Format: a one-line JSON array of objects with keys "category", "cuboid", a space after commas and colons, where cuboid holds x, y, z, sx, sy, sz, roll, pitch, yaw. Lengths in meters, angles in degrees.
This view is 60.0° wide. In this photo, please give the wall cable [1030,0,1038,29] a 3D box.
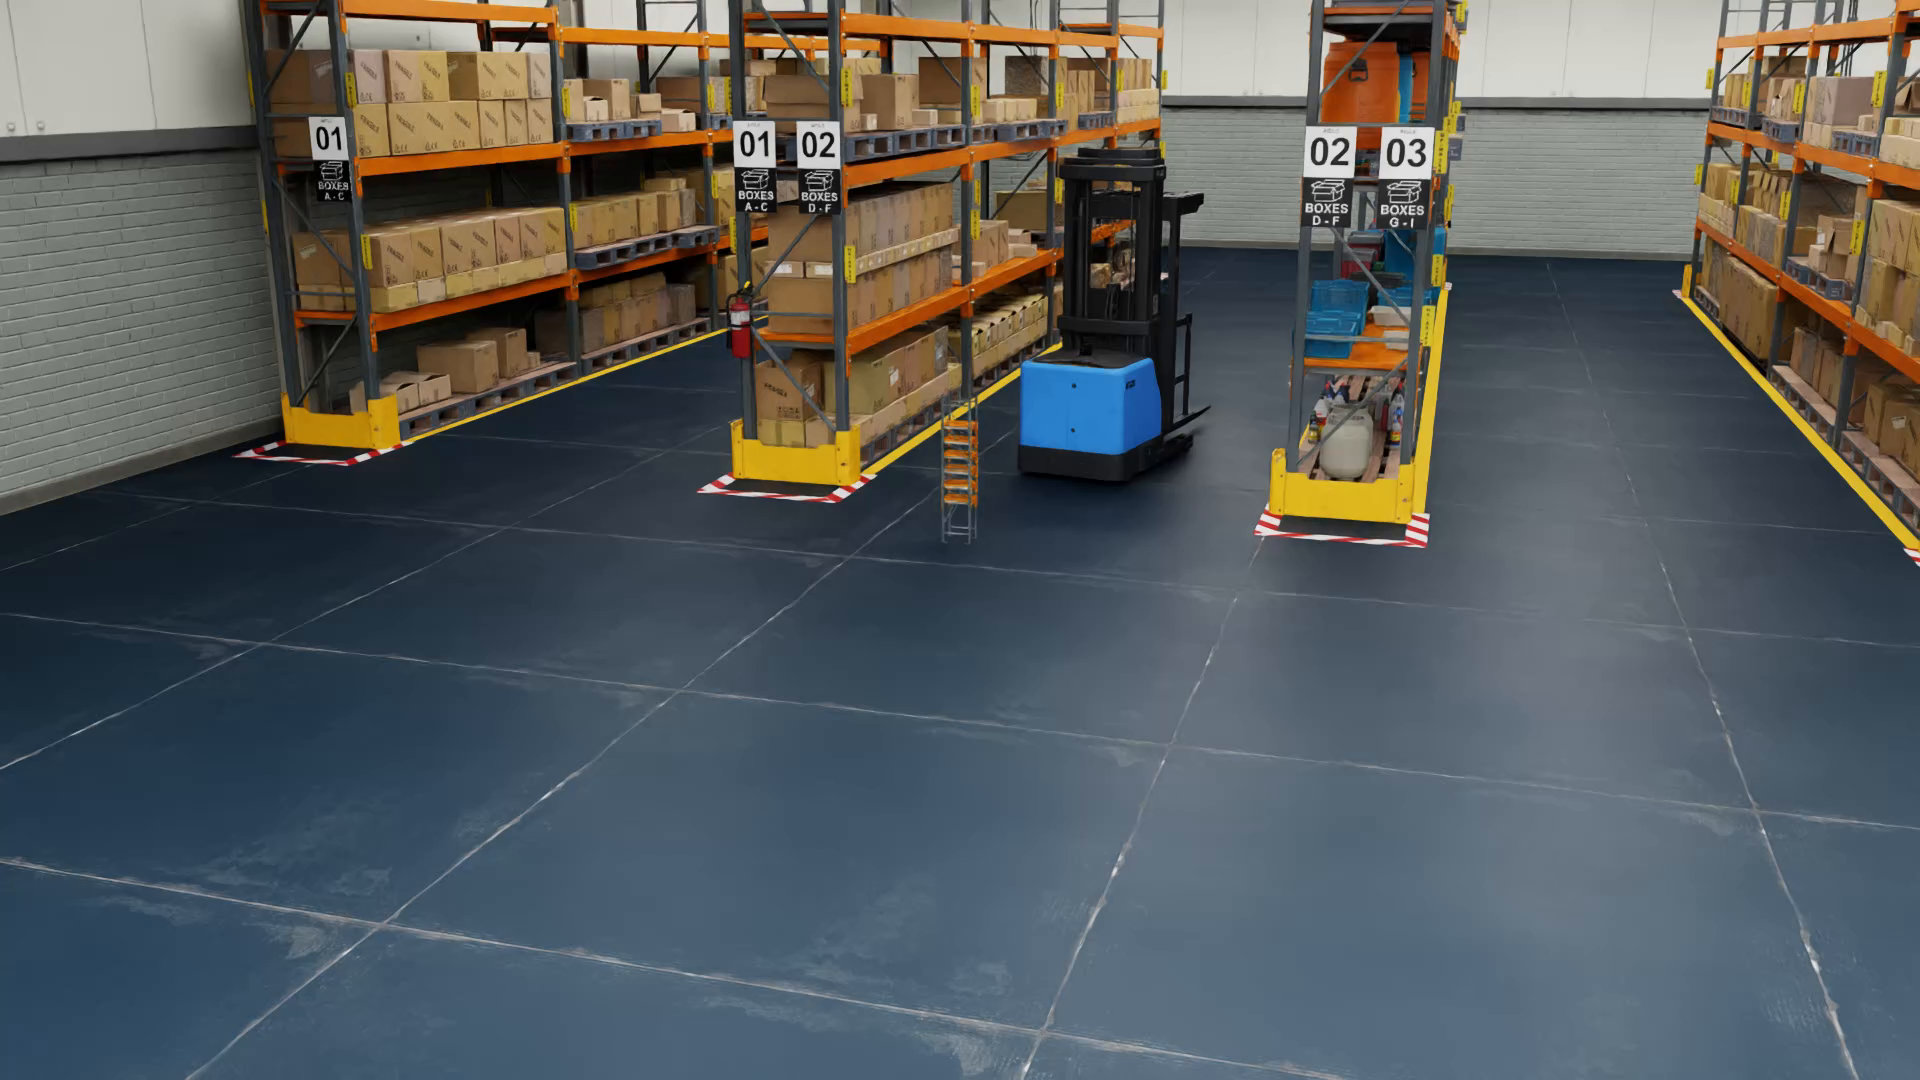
[{"category": "wall cable", "cuboid": [2.838, -11.658, 34.373, 3.097, 2.526, 0.112, 5, 16, 16]}]

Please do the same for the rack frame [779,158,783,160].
[{"category": "rack frame", "cuboid": [-2.842, -5.547, 27.388, 1.000, 3.000, 0.127, 5, 16, 16]}]

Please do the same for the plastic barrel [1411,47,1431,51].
[{"category": "plastic barrel", "cuboid": [6.318, -6.206, 22.529, 0.600, 0.901, 0.708, 5, 16, 16]}]

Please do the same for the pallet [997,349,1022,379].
[{"category": "pallet", "cuboid": [0.151, -2.245, 20.858, 1.003, 0.211, 1.213, 5, 16, 16]}]

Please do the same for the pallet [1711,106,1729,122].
[{"category": "pallet", "cuboid": [12.341, -6.646, 25.931, 1.003, 0.211, 1.213, 5, 16, 16]}]

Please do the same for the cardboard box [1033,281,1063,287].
[{"category": "cardboard box", "cuboid": [1.318, -3.361, 23.455, 0.500, 0.500, 0.500, 4, 16, 14]}]

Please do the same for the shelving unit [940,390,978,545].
[{"category": "shelving unit", "cuboid": [-0.004, -0.573, 13.152, 0.258, 1.200, 0.189, 5, 16, 16]}]

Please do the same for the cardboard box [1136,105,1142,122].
[{"category": "cardboard box", "cuboid": [2.712, -7.035, 27.412, 0.500, 0.250, 0.500, 5, 16, 16]}]

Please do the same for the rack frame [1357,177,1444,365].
[{"category": "rack frame", "cuboid": [5.519, -3.732, 20.990, 1.000, 3.000, 0.127, 5, 16, 16]}]

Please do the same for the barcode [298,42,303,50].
[{"category": "barcode", "cuboid": [-6.530, -4.893, 16.470, 0.001, 0.075, 0.075, 5, 16, 16]}]

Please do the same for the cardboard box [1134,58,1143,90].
[{"category": "cardboard box", "cuboid": [2.652, -7.783, 27.761, 0.700, 0.500, 0.500, 5, 16, 16]}]

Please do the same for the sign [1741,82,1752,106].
[{"category": "sign", "cuboid": [10.872, -6.167, 22.985, 0.100, 0.325, 0.005, 5, 16, 16]}]

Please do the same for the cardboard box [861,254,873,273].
[{"category": "cardboard box", "cuboid": [-1.040, -2.605, 15.644, 0.380, 0.149, 0.250, 5, 16, 16]}]

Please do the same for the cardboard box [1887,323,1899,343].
[{"category": "cardboard box", "cuboid": [8.450, -1.819, 14.705, 0.380, 0.149, 0.250, 5, 16, 16]}]

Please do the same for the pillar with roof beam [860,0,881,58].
[{"category": "pillar with roof beam", "cuboid": [2.360, -9.919, 31.809, 9.100, 9.000, 0.400, 5, 16, 16]}]

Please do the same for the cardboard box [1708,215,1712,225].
[{"category": "cardboard box", "cuboid": [11.761, -4.916, 25.625, 0.380, 0.149, 0.250, 4, 16, 15]}]

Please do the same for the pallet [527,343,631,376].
[{"category": "pallet", "cuboid": [-4.896, -2.316, 21.108, 1.003, 0.211, 1.213, 5, 16, 16]}]

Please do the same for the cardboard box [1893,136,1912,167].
[{"category": "cardboard box", "cuboid": [8.612, -3.436, 14.723, 0.500, 0.250, 0.500, 4, 16, 15]}]

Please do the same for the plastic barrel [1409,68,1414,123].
[{"category": "plastic barrel", "cuboid": [5.078, -5.218, 19.814, 0.600, 0.901, 0.600, 0, 16, 0]}]

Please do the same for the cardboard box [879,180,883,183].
[{"category": "cardboard box", "cuboid": [-1.841, -6.603, 30.564, 0.980, 0.700, 0.700, 5, 17, 18]}]

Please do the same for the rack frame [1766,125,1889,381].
[{"category": "rack frame", "cuboid": [10.268, -3.348, 19.636, 1.000, 3.000, 0.127, 5, 16, 16]}]

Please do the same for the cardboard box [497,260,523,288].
[{"category": "cardboard box", "cuboid": [-5.238, -2.981, 18.582, 0.500, 0.250, 0.500, 5, 16, 16]}]

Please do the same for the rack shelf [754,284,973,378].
[{"category": "rack shelf", "cuboid": [-0.934, -2.201, 16.912, 1.077, 0.370, 4.000, 5, 16, 16]}]

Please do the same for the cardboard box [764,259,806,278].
[{"category": "cardboard box", "cuboid": [-1.576, -2.499, 15.271, 0.380, 0.149, 0.250, 4, 16, 15]}]

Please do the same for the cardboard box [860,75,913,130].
[{"category": "cardboard box", "cuboid": [-0.768, -4.198, 15.926, 0.500, 0.500, 0.500, 5, 16, 16]}]

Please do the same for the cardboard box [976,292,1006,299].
[{"category": "cardboard box", "cuboid": [0.341, -3.152, 22.186, 0.500, 0.311, 0.500, 5, 17, 18]}]

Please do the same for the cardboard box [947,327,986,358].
[{"category": "cardboard box", "cuboid": [-0.009, -2.308, 19.213, 0.500, 0.311, 0.500, 5, 16, 16]}]

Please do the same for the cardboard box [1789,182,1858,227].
[{"category": "cardboard box", "cuboid": [10.491, -4.069, 20.155, 0.797, 0.503, 0.637, 5, 17, 18]}]

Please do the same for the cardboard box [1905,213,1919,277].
[{"category": "cardboard box", "cuboid": [8.345, -2.482, 14.023, 0.500, 0.500, 0.500, 5, 16, 16]}]

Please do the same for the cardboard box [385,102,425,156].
[{"category": "cardboard box", "cuboid": [-5.731, -4.114, 16.620, 0.500, 0.500, 0.500, 6, 17, 20]}]

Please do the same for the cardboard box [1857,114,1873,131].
[{"category": "cardboard box", "cuboid": [9.568, -4.332, 17.268, 0.380, 0.166, 0.250, 4, 16, 14]}]

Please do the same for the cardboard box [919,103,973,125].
[{"category": "cardboard box", "cuboid": [-0.181, -4.804, 18.778, 0.500, 0.250, 0.500, 6, 17, 22]}]

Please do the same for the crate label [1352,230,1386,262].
[{"category": "crate label", "cuboid": [4.978, -3.510, 20.143, 0.502, 0.435, 0.616, 5, 16, 16]}]

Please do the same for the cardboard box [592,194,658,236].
[{"category": "cardboard box", "cuboid": [-4.436, -4.309, 22.033, 0.700, 0.500, 0.500, 5, 16, 16]}]

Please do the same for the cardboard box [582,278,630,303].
[{"category": "cardboard box", "cuboid": [-4.657, -3.269, 21.759, 0.500, 0.250, 0.500, 4, 16, 14]}]

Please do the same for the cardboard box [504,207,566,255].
[{"category": "cardboard box", "cuboid": [-4.954, -3.604, 19.404, 0.500, 0.500, 0.500, 5, 16, 16]}]

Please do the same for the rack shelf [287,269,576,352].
[{"category": "rack shelf", "cuboid": [-5.684, -2.584, 18.263, 1.077, 0.370, 4.000, 5, 16, 16]}]

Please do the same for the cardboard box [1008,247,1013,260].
[{"category": "cardboard box", "cuboid": [0.463, -3.658, 21.190, 0.380, 0.149, 0.250, 6, 17, 20]}]

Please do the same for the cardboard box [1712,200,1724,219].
[{"category": "cardboard box", "cuboid": [11.715, -5.003, 25.199, 0.500, 0.250, 0.500, 4, 16, 15]}]

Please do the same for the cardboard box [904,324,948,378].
[{"category": "cardboard box", "cuboid": [-0.441, -2.042, 17.928, 0.500, 0.500, 0.500, 5, 16, 16]}]

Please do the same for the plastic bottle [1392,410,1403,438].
[{"category": "plastic bottle", "cuboid": [4.186, -1.104, 15.919, 0.097, 0.271, 0.097, 0, 16, 0]}]

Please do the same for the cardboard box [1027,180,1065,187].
[{"category": "cardboard box", "cuboid": [1.424, -5.122, 24.939, 0.700, 0.500, 0.500, 7, 17, 25]}]

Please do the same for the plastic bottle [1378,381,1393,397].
[{"category": "plastic bottle", "cuboid": [4.338, -1.443, 16.969, 0.144, 0.351, 0.185, 5, 16, 16]}]

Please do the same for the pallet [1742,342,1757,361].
[{"category": "pallet", "cuboid": [10.913, -2.525, 21.845, 1.003, 0.211, 1.213, 5, 16, 16]}]

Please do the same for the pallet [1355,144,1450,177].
[{"category": "pallet", "cuboid": [3.575, -3.200, 13.964, 1.003, 0.211, 1.213, 5, 16, 16]}]

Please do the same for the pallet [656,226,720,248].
[{"category": "pallet", "cuboid": [-4.080, -4.213, 23.038, 1.213, 0.211, 1.003, 5, 16, 16]}]

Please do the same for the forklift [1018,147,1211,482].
[{"category": "forklift", "cuboid": [1.655, -2.292, 16.038, 1.130, 2.935, 3.031, 8, 18, 26]}]

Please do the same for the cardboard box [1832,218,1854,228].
[{"category": "cardboard box", "cuboid": [10.090, -3.300, 18.514, 0.700, 0.500, 0.500, 7, 17, 24]}]

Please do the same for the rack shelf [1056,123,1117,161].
[{"category": "rack shelf", "cuboid": [1.340, -5.737, 23.881, 1.077, 0.370, 4.000, 5, 16, 16]}]

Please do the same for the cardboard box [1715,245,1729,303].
[{"category": "cardboard box", "cuboid": [11.925, -3.976, 24.975, 0.875, 0.875, 0.875, 5, 16, 16]}]

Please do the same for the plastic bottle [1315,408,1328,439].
[{"category": "plastic bottle", "cuboid": [3.445, -1.119, 15.961, 0.152, 0.276, 0.135, 5, 17, 16]}]

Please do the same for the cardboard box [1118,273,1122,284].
[{"category": "cardboard box", "cuboid": [2.471, -4.332, 27.493, 0.380, 0.166, 0.250, 5, 16, 16]}]

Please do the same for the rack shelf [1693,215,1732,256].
[{"category": "rack shelf", "cuboid": [11.973, -4.572, 25.268, 1.077, 0.370, 4.000, 5, 16, 16]}]

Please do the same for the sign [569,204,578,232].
[{"category": "sign", "cuboid": [-4.594, -3.830, 19.750, 0.100, 0.325, 0.005, 5, 16, 16]}]

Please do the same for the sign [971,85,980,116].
[{"category": "sign", "cuboid": [0.167, -4.758, 18.017, 0.100, 0.325, 0.005, 5, 16, 16]}]

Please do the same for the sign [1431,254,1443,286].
[{"category": "sign", "cuboid": [4.907, -2.773, 17.102, 0.100, 0.325, 0.005, 5, 16, 16]}]
